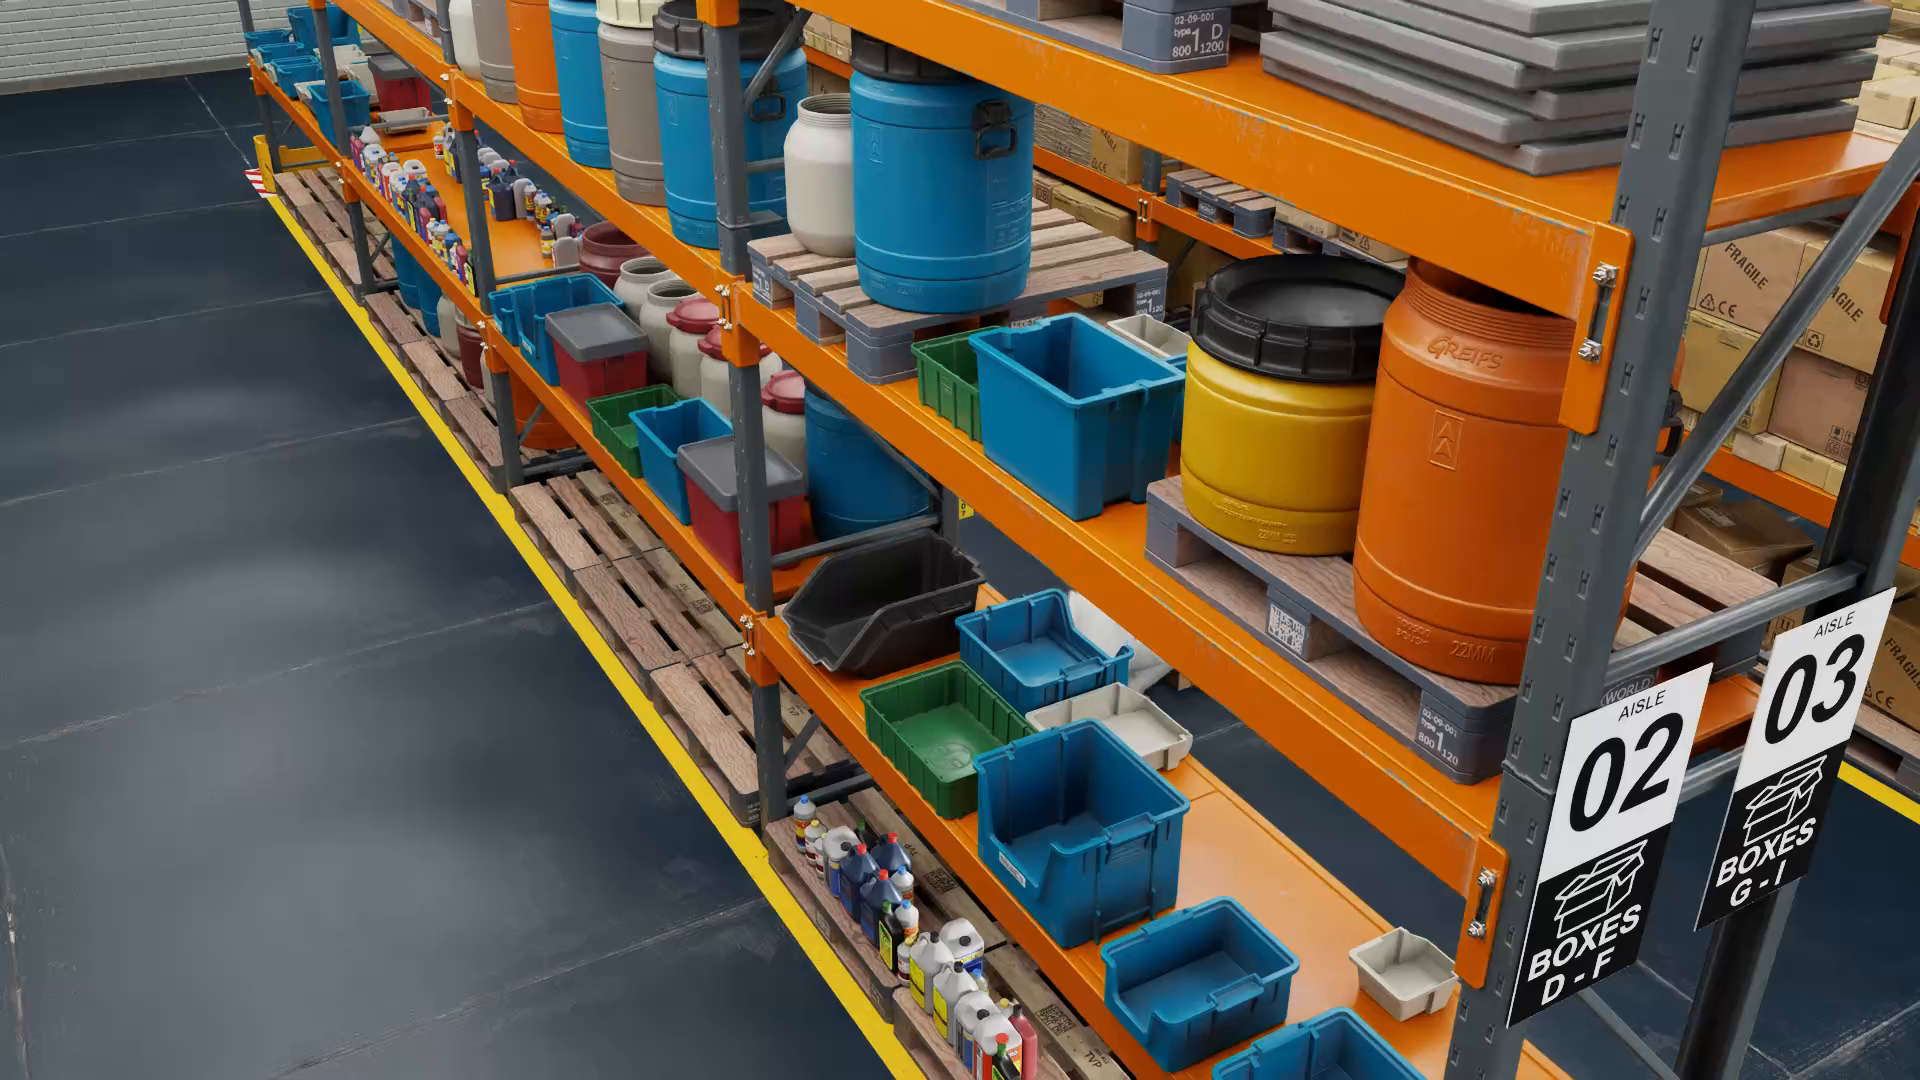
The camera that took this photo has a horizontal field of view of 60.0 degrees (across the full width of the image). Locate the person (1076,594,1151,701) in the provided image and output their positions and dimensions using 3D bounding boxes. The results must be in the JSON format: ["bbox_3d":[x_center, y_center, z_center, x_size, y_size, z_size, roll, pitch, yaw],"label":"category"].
[{"bbox_3d":[0.817,0.056,8.437,0.572,1.766,0.494,-15,32,-26],"label":"person"}]
